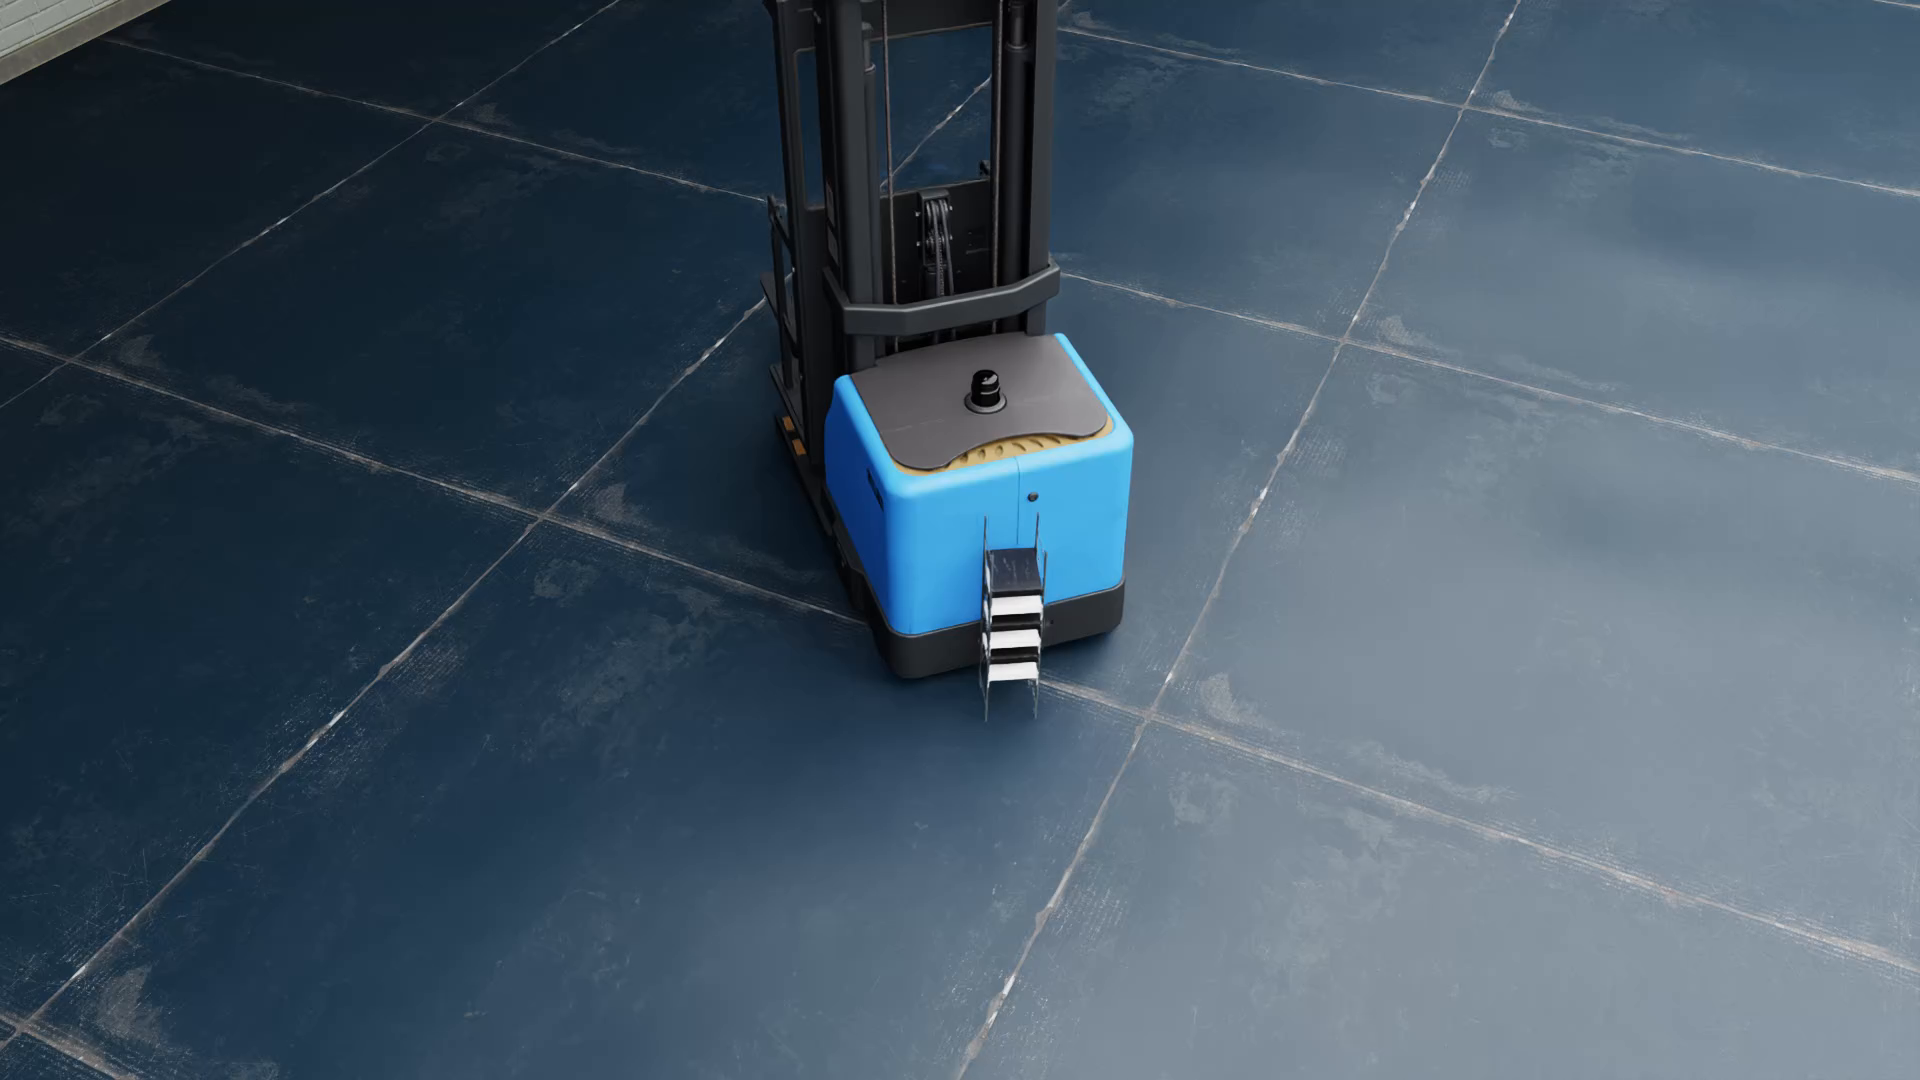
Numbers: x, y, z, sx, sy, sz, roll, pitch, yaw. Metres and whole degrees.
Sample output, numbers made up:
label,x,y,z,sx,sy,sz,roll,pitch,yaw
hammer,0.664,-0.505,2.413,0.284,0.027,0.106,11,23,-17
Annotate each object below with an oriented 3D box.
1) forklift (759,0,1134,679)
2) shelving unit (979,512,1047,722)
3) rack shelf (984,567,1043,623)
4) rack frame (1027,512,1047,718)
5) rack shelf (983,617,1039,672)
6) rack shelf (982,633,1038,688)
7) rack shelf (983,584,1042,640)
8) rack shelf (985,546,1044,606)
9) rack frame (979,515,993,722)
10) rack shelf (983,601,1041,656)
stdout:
label,x,y,z,sx,sy,sz,roll,pitch,yaw
forklift,-0.263,-1.511,7.139,1.130,2.935,3.031,-13,43,-14
shelving unit,0.202,0.316,6.579,0.210,0.900,0.258,-3,41,-5
rack shelf,0.205,0.206,6.483,0.200,0.077,0.258,-3,41,-5
rack frame,0.303,0.311,6.588,0.006,0.900,0.240,-3,41,-5
rack shelf,0.200,0.410,6.659,0.200,0.077,0.258,-3,41,-5
rack shelf,0.199,0.478,6.718,0.200,0.077,0.258,-3,41,-5
rack shelf,0.203,0.274,6.542,0.200,0.077,0.258,-3,41,-5
rack shelf,0.206,0.138,6.424,0.200,0.077,0.258,-3,41,-5
rack frame,0.101,0.322,6.570,0.006,0.900,0.240,-3,41,-5
rack shelf,0.202,0.342,6.601,0.200,0.077,0.258,-3,41,-5
